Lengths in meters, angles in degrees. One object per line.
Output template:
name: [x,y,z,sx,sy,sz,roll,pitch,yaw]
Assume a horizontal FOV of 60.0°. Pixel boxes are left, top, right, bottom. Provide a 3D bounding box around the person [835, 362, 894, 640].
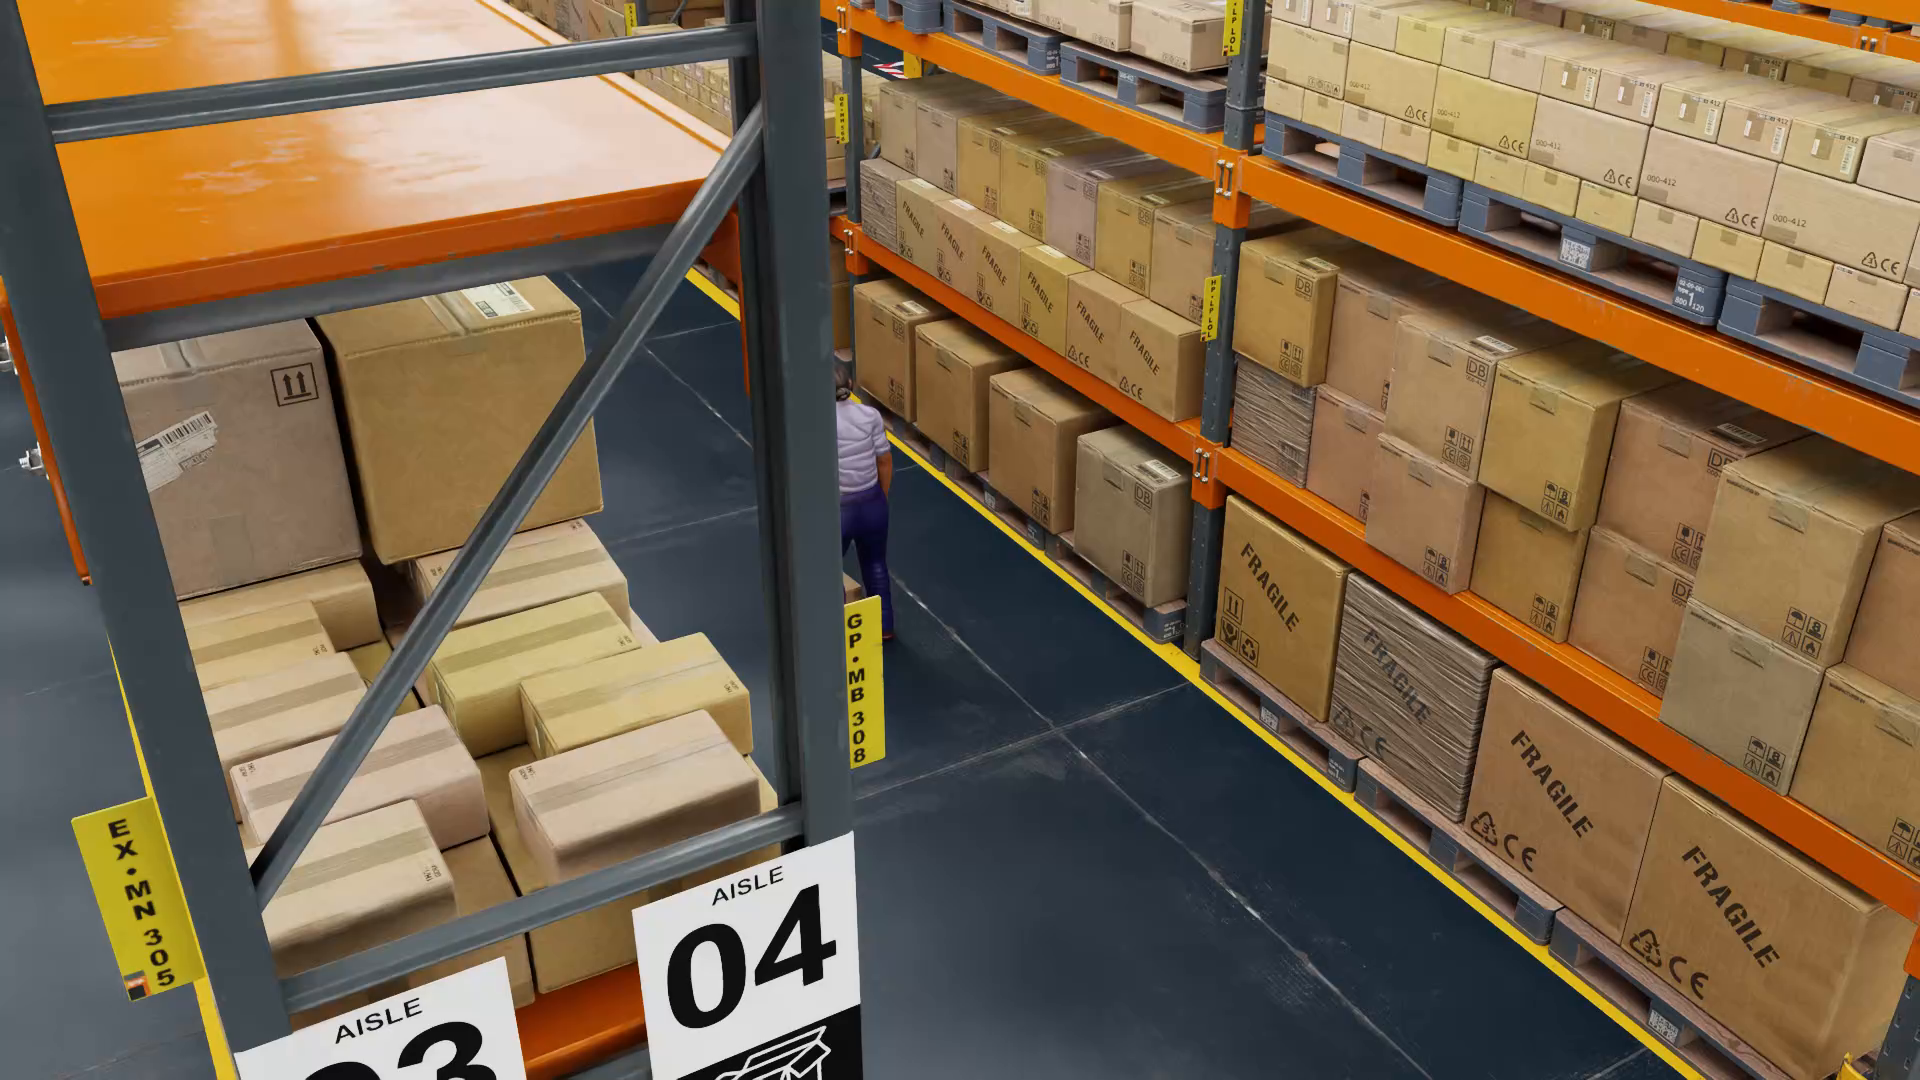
person: [-0.594,-0.160,8.852,0.542,1.648,0.368,-16,33,-26]
